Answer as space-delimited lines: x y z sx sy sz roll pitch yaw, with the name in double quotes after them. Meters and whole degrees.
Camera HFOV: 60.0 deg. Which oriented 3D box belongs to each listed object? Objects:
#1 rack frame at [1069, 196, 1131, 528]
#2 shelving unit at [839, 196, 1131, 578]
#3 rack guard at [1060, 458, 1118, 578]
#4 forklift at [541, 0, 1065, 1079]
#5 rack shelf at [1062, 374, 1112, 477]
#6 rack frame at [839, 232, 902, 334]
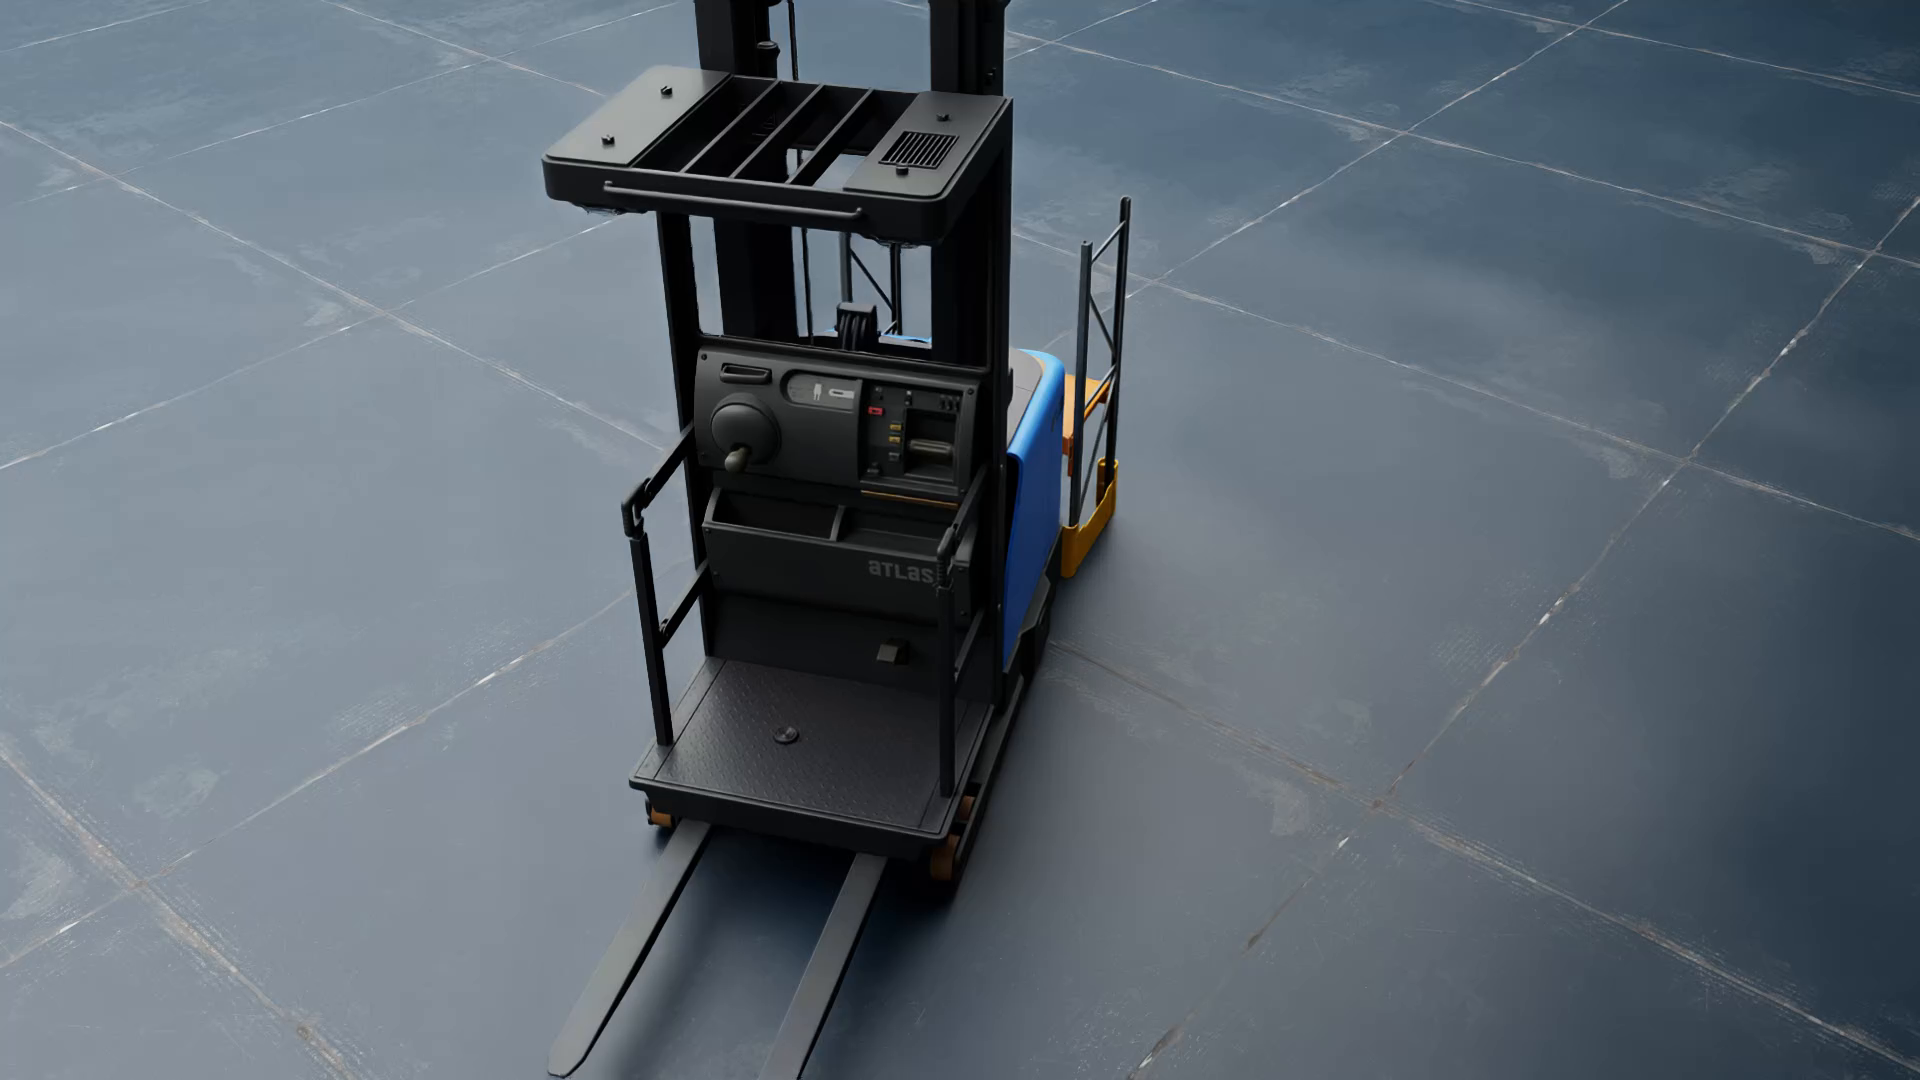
0.565 -0.613 6.818 0.032 1.500 0.500 14 37 19 "rack frame"
0.090 -0.730 6.988 1.083 1.500 0.587 14 37 19 "shelving unit"
0.547 -0.103 7.178 0.087 0.250 0.587 14 37 19 "rack guard"
-0.452 -0.307 5.107 1.130 2.935 3.031 9 35 12 "forklift"
0.099 -0.579 7.087 1.000 0.185 0.538 14 37 19 "rack shelf"
-0.368 -0.842 7.151 0.032 1.500 0.500 14 37 19 "rack frame"
